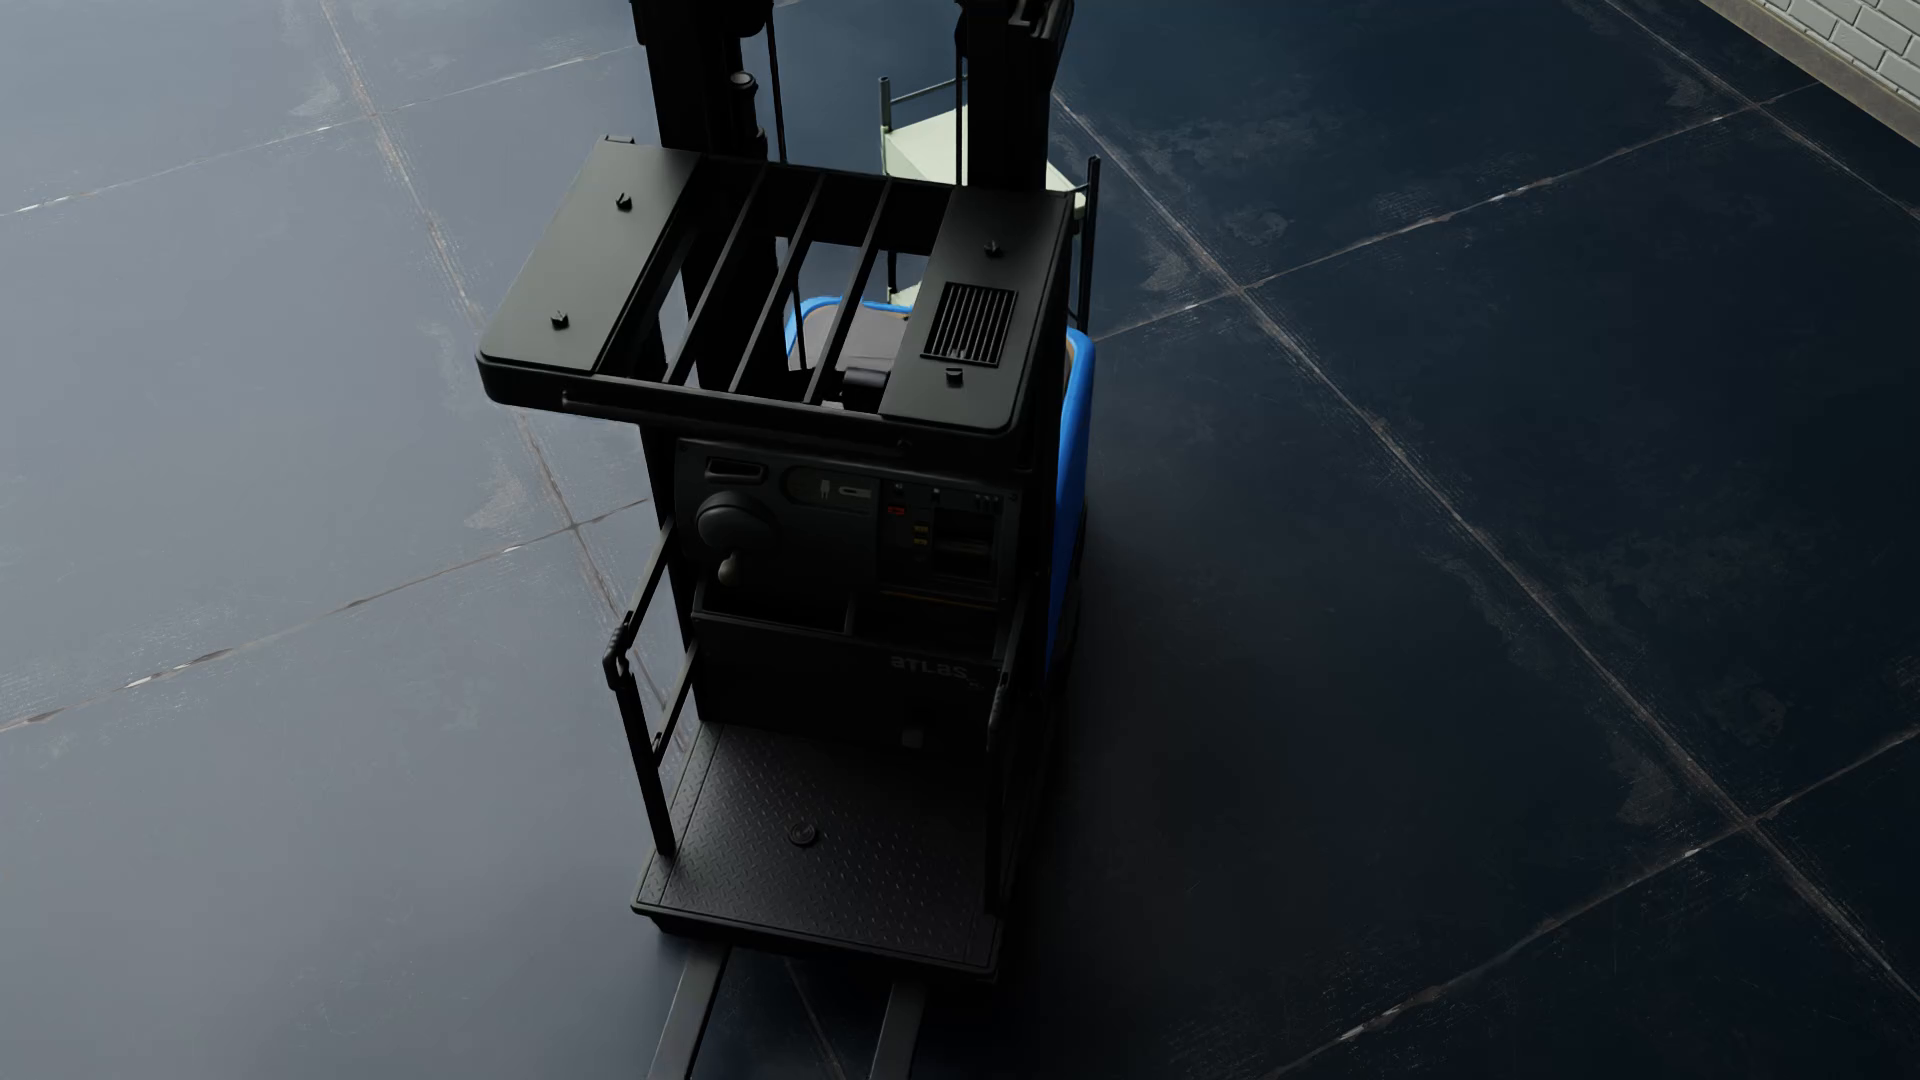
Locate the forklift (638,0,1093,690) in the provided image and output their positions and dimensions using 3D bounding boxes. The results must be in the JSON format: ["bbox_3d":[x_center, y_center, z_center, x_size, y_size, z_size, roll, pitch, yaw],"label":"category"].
[{"bbox_3d":[-0.351,0.067,4.244,1.109,2.935,3.031,9,49,8],"label":"forklift"}]

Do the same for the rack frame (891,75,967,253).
[{"bbox_3d":[-0.099,-1.136,6.247,0.380,1.308,0.010,-24,53,-20],"label":"rack frame"}]

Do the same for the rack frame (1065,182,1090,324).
[{"bbox_3d":[0.275,-0.662,5.833,0.380,1.308,0.010,-24,53,-20],"label":"rack frame"}]

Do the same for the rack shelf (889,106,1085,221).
[{"bbox_3d":[0.087,-1.243,5.645,0.368,0.052,0.686,-24,53,-20],"label":"rack shelf"}]

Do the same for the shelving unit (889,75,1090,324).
[{"bbox_3d":[0.088,-0.899,6.040,0.380,1.308,0.742,-24,53,-20],"label":"shelving unit"}]
